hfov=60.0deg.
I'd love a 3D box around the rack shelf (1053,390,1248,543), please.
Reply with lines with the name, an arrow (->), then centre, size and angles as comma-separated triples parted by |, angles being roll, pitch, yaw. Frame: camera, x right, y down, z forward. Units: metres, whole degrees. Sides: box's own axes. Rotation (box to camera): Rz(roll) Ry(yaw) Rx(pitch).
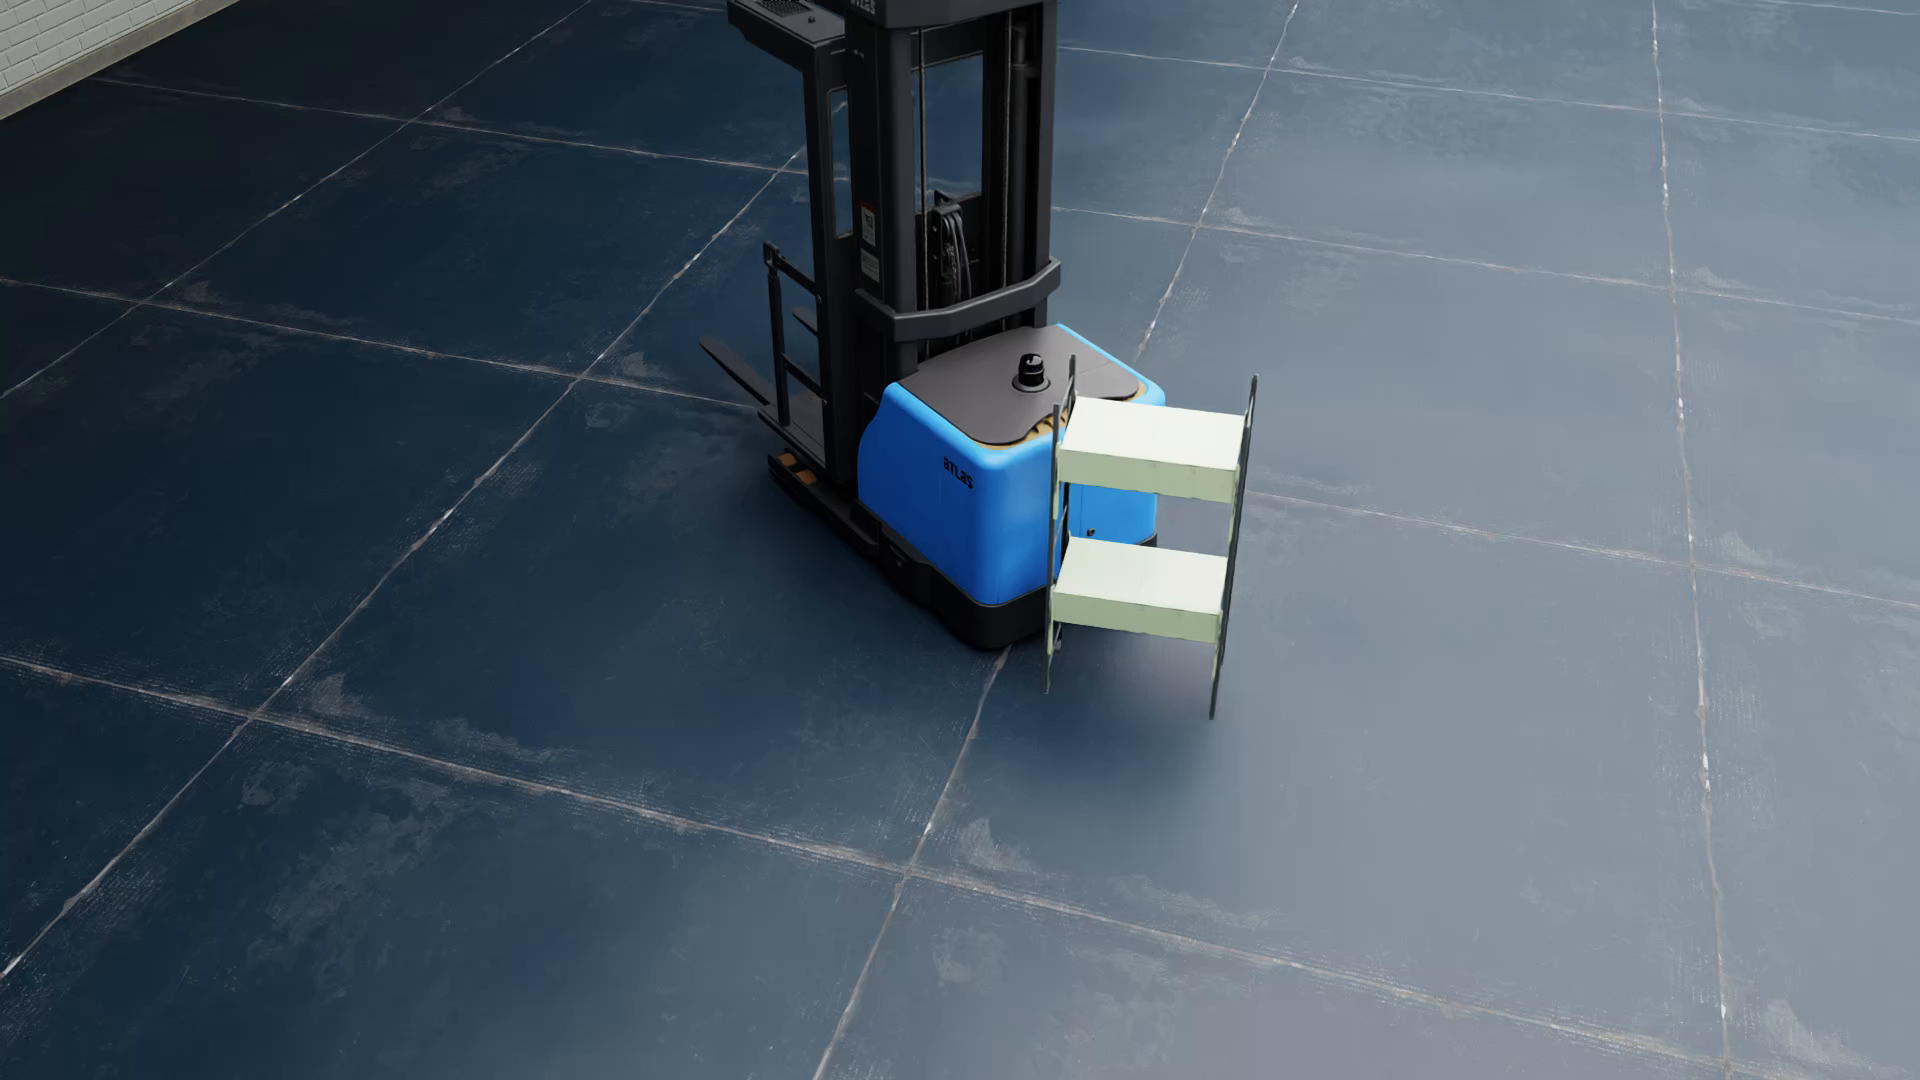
rack shelf -> 0.775, -0.303, 6.738 | 0.720, 0.370, 0.431 | 8, 37, 10

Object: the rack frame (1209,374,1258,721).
rack frame -> 1.131, 0.060, 6.904 | 0.023, 1.500, 0.400 | 8, 37, 10

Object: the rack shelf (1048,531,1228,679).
rack shelf -> 0.775, 0.274, 7.163 | 0.720, 0.370, 0.431 | 8, 37, 10

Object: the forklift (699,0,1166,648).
forklift -> -0.334, -1.522, 7.845 | 1.130, 2.935, 3.031 | -23, 42, -28

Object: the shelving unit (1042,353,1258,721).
shelving unit -> 0.775, 0.011, 6.969 | 0.755, 1.500, 0.431 | 8, 37, 10

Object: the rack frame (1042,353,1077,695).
rack frame -> 0.418, -0.037, 7.035 | 0.023, 1.500, 0.400 | 8, 37, 10
